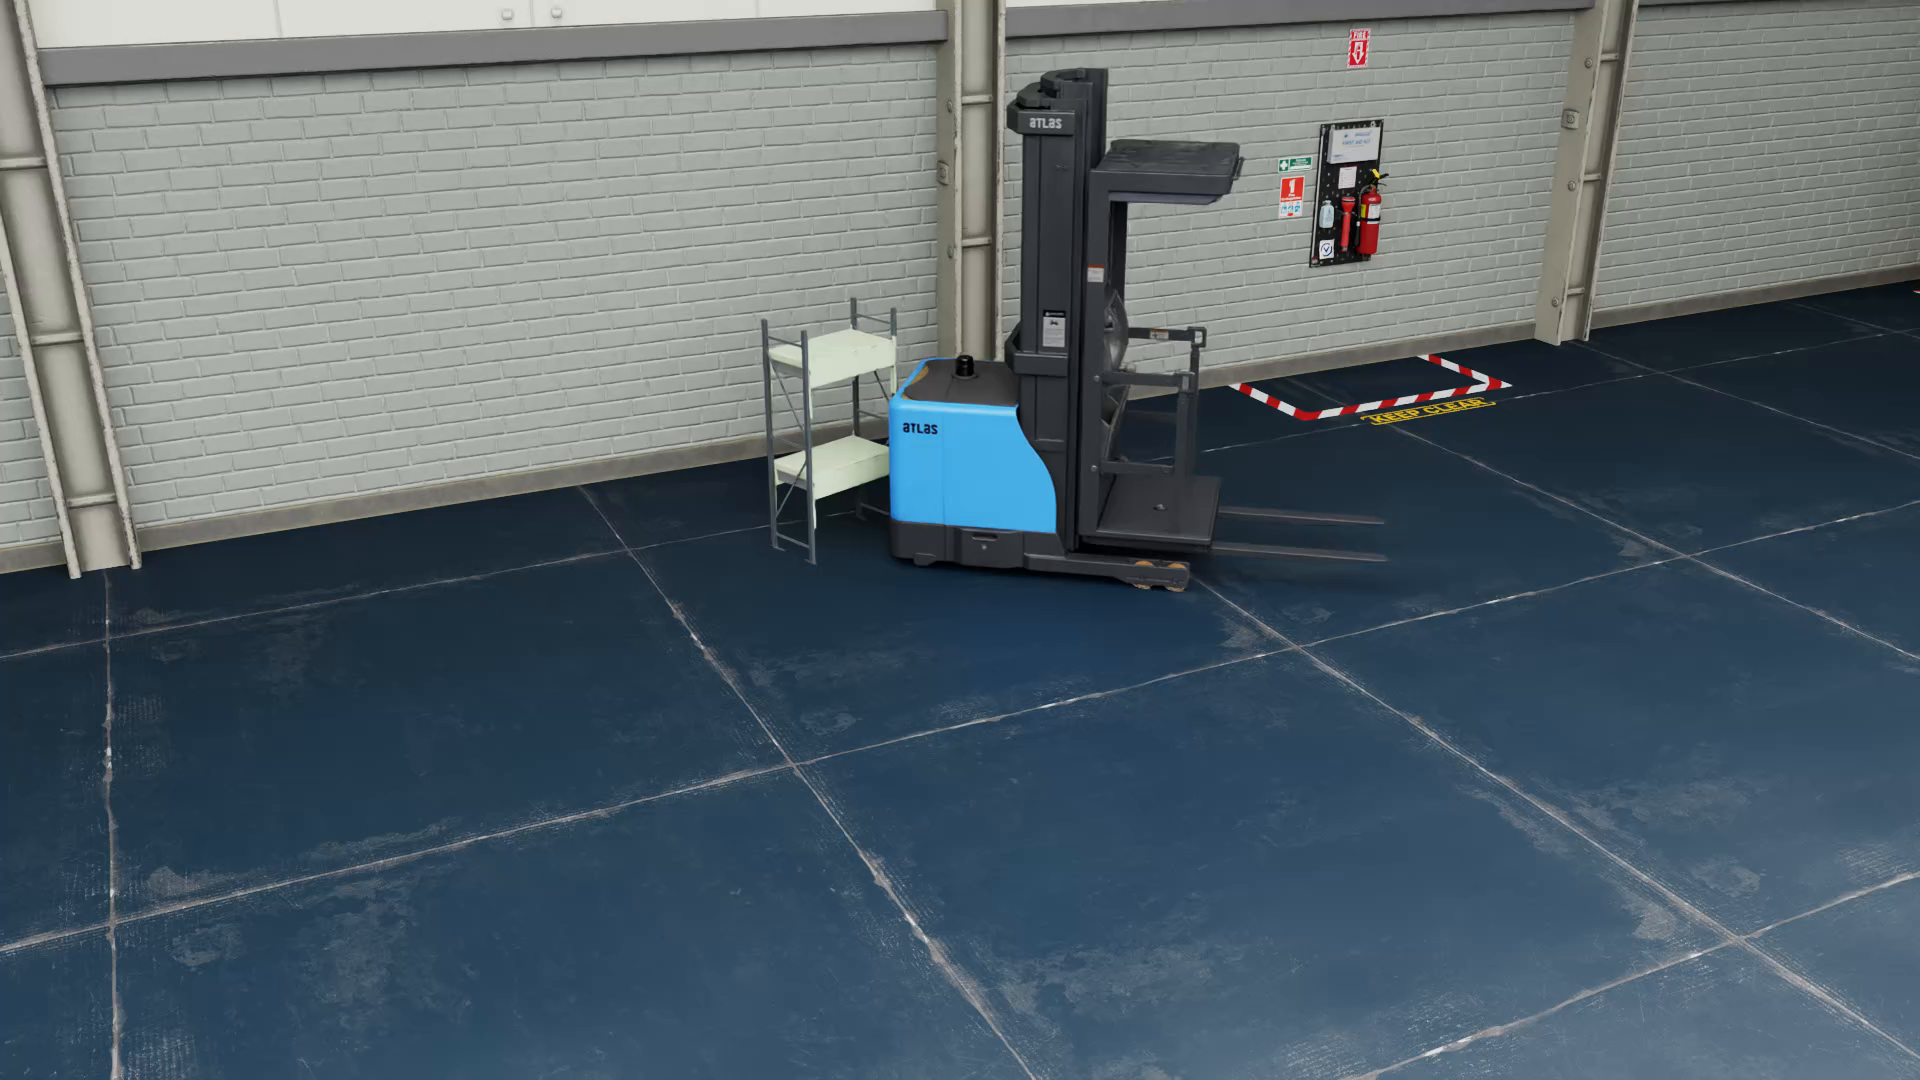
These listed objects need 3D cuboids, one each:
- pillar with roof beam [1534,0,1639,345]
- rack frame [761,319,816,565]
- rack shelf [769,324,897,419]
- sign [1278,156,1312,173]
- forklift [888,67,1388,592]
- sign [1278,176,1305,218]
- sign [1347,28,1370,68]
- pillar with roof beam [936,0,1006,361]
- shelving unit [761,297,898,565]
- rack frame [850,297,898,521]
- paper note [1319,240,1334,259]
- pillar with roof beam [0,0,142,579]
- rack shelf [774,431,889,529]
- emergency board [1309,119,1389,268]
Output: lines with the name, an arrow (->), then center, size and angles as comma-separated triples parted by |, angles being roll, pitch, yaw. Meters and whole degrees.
pillar with roof beam -> 7.349, -4.513, 9.886 | 0.400, 9.000, 9.100 | -10, 25, -24
rack frame -> -1.052, -0.593, 10.221 | 0.400, 1.500, 0.023 | 20, 30, 40
rack shelf -> -0.798, -1.054, 10.315 | 0.431, 0.370, 0.720 | 20, 30, 40
sign -> 2.703, -3.031, 13.410 | 0.331, 0.109, 0.001 | -10, 25, -24
forklift -> 1.124, -1.266, 9.976 | 3.031, 2.935, 1.130 | 4, 23, 11
sign -> 2.695, -2.788, 13.517 | 0.234, 0.329, 0.001 | -10, 25, -24
sign -> 3.188, -3.932, 13.296 | 0.199, 0.298, 0.001 | -10, 25, -24
pillar with roof beam -> 1.942, -3.517, 7.482 | 0.400, 9.000, 9.100 | -10, 25, -24
shelving unit -> -0.798, -0.693, 10.464 | 0.431, 1.500, 0.755 | 20, 30, 40
rack frame -> -0.544, -0.794, 10.708 | 0.400, 1.500, 0.023 | 20, 30, 40
paper note -> 3.049, -2.415, 13.814 | 0.142, 0.148, 0.016 | -10, 25, -24
pillar with roof beam -> -3.464, -2.522, 5.077 | 0.400, 9.000, 9.100 | -10, 25, -24
rack shelf -> -0.798, -0.392, 10.589 | 0.431, 0.370, 0.720 | 20, 30, 40
emergency board -> 3.238, -2.828, 13.659 | 0.643, 1.169, 0.194 | -10, 25, -24
